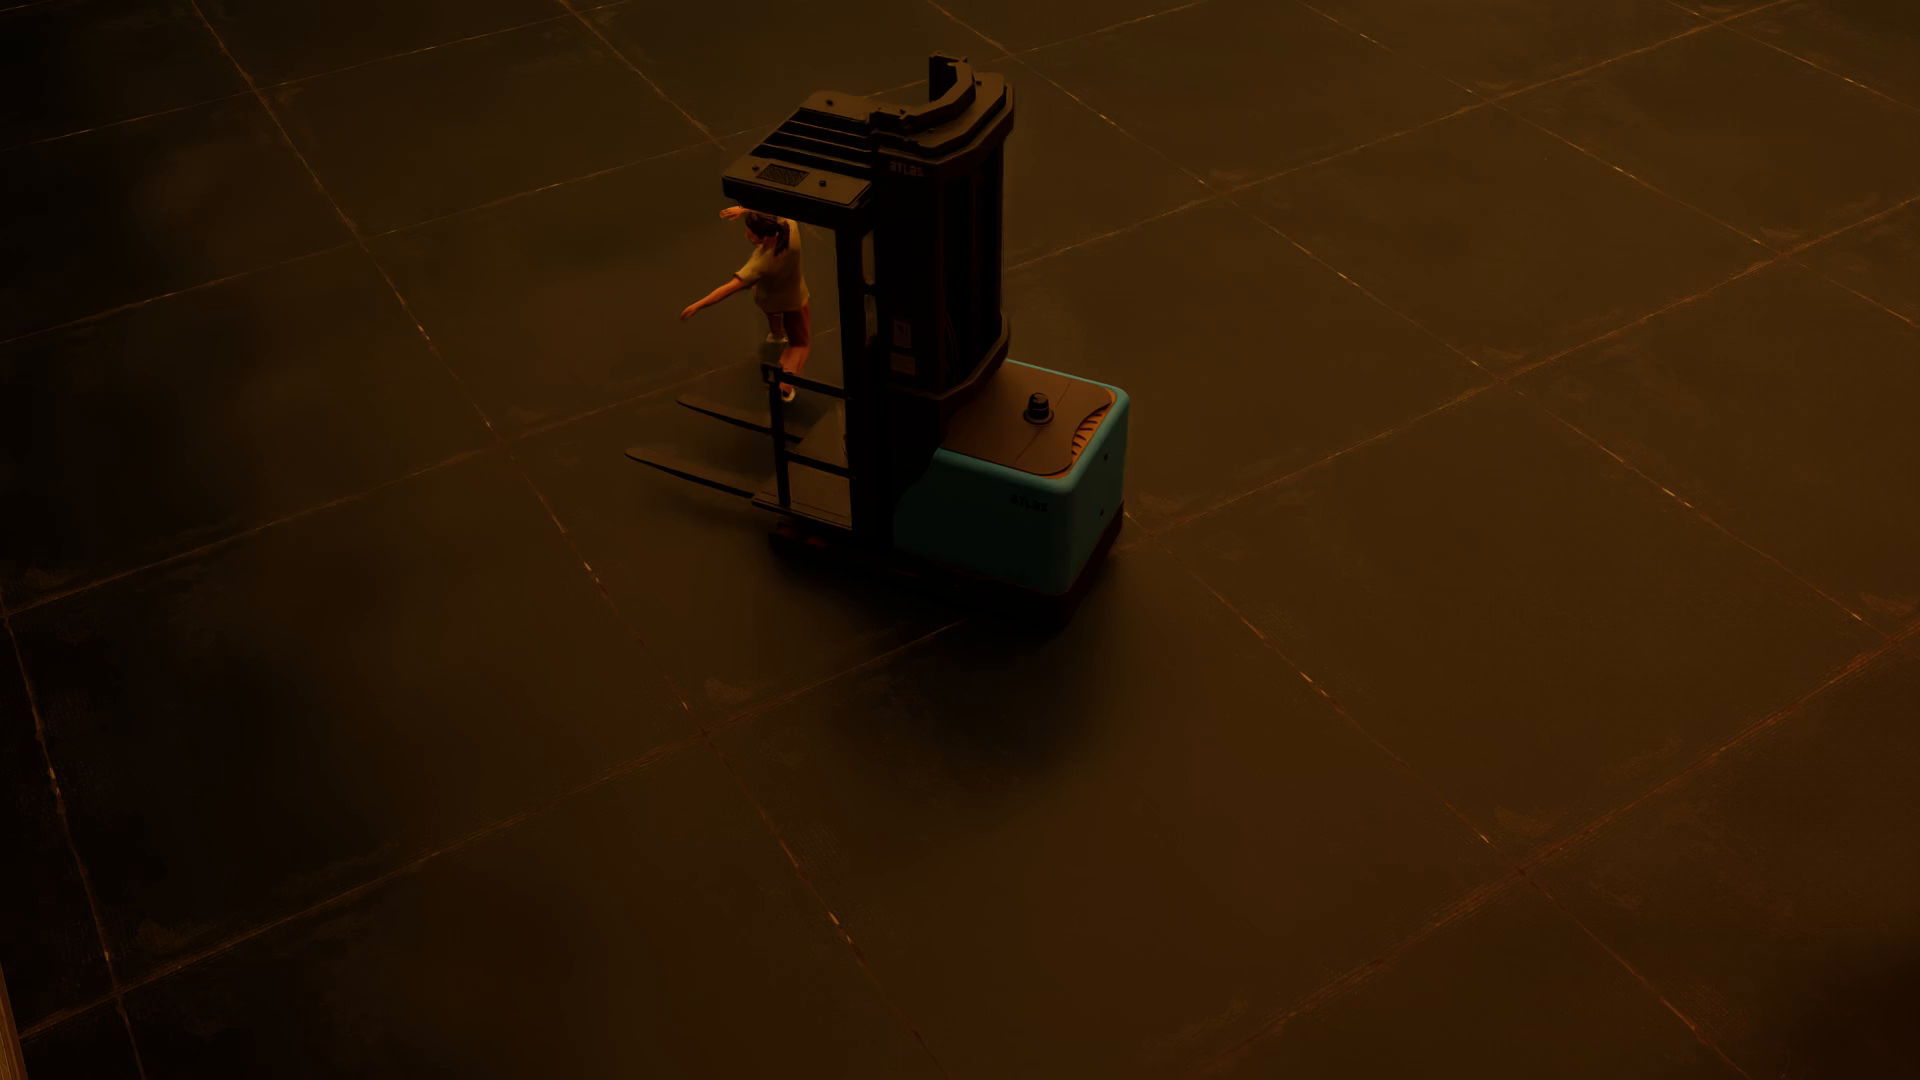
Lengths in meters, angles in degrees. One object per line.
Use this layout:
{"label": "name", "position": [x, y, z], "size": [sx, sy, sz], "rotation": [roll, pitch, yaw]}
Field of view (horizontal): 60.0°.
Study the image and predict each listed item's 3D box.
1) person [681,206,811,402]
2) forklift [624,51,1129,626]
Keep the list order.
{"label": "person", "position": [-1.413, -1.612, 10.848], "size": [0.866, 1.379, 0.944], "rotation": [-8, 42, -10]}
{"label": "forklift", "position": [-0.583, -1.265, 9.318], "size": [3.031, 2.935, 1.130], "rotation": [17, 44, 18]}
